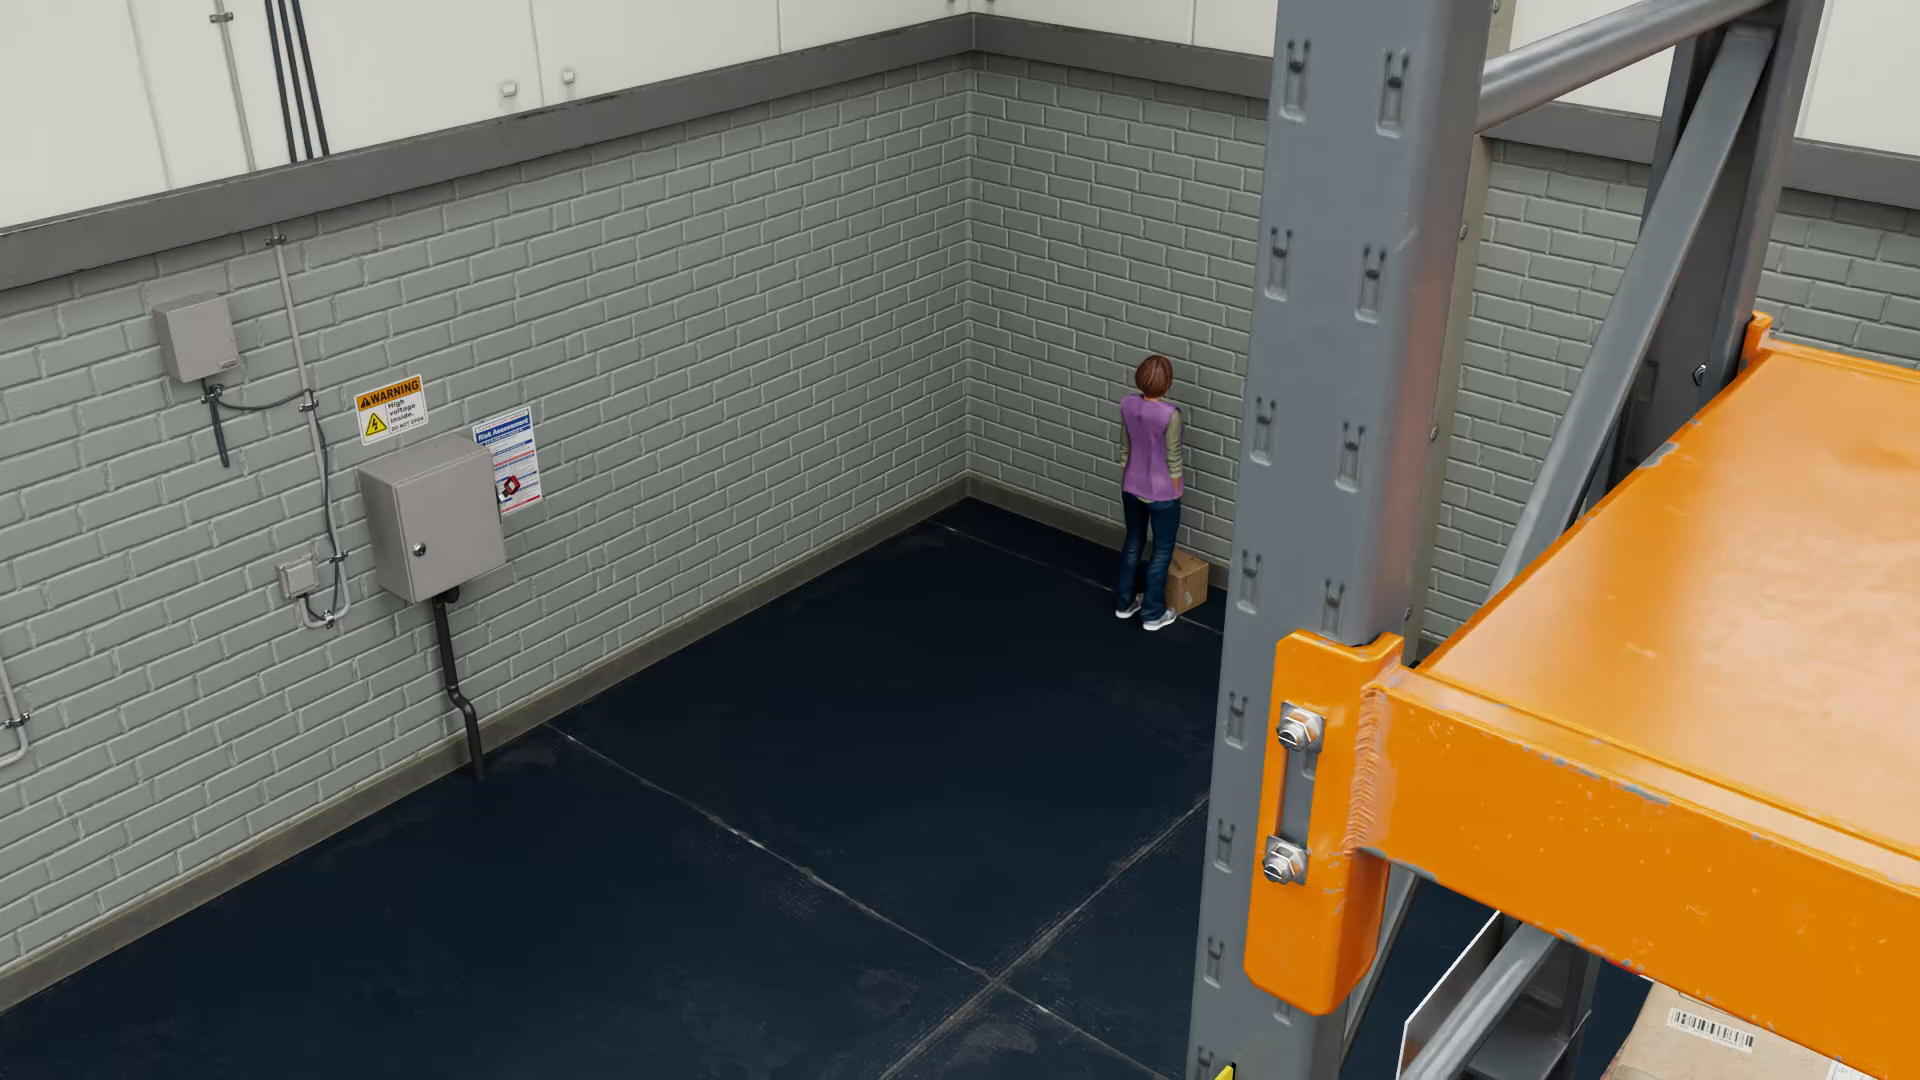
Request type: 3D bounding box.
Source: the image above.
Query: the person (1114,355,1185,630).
[{"bbox_3d":[1.039,-0.267,9.142,0.406,1.596,0.310,22,35,35],"label":"person"}]
